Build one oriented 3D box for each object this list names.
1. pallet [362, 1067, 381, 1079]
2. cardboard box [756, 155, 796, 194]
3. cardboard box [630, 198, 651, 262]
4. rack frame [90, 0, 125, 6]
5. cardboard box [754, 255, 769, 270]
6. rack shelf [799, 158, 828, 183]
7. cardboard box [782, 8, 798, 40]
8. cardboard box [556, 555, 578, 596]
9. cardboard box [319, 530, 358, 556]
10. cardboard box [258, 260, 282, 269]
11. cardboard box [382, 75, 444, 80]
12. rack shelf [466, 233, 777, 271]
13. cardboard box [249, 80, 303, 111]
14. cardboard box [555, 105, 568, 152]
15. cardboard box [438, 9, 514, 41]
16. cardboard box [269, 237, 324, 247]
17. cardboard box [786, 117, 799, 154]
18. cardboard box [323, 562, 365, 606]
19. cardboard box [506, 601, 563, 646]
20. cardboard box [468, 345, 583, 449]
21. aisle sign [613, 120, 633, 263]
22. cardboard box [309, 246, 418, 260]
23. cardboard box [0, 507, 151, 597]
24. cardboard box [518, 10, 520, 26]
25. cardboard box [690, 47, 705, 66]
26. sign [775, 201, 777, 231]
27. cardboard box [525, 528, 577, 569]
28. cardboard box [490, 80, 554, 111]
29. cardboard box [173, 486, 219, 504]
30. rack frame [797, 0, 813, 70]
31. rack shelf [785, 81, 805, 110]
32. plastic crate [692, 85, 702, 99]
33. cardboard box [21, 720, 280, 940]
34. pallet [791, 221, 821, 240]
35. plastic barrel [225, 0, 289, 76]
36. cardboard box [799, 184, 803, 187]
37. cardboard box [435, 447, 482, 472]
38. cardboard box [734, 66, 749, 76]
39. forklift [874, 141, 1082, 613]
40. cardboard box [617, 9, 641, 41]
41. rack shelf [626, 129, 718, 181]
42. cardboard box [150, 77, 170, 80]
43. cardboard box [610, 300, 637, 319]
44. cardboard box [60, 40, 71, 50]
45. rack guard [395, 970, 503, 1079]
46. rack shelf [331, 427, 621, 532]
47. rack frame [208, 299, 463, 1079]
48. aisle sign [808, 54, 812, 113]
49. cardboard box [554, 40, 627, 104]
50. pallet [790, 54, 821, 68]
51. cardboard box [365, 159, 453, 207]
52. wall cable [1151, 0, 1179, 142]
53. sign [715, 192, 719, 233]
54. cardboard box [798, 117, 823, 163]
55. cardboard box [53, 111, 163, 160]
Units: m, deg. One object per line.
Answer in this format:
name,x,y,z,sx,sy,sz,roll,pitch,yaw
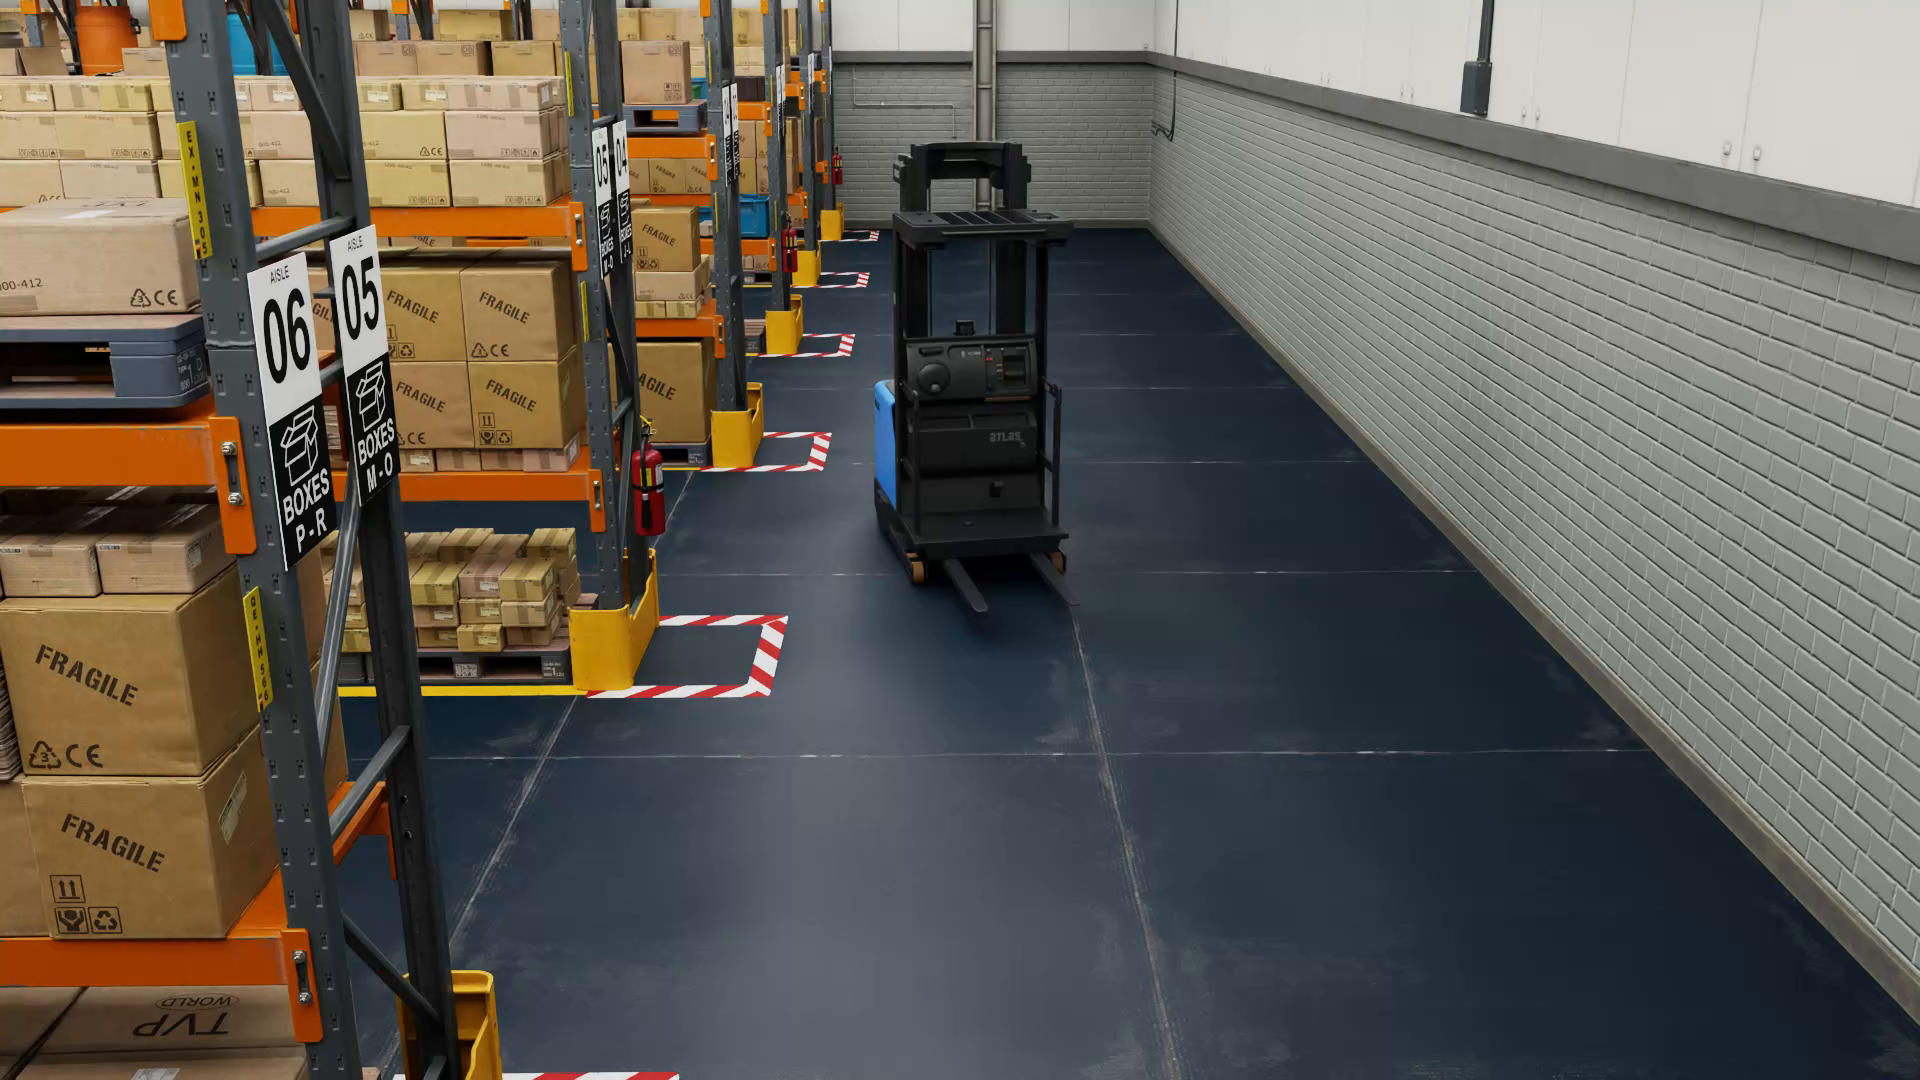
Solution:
pallet,-2.666,2.146,5.511,1.213,0.211,1.003,0,18,-1
cardboard box,-2.620,-5.224,23.758,0.500,0.500,0.500,0,18,1
cardboard box,-3.008,-2.741,14.712,0.500,0.500,0.500,-1,18,-2
rack frame,-14.257,-9.573,27.658,0.127,3.000,1.000,0,18,-1
cardboard box,-2.716,-4.203,24.111,0.500,0.500,0.500,0,18,-1
rack shelf,-4.258,-6.422,28.835,4.000,0.370,1.077,0,18,-1
cardboard box,-2.986,-8.649,27.855,0.500,0.500,0.500,0,18,-1
cardboard box,-2.574,0.219,10.446,0.250,0.149,0.380,0,18,1
cardboard box,-3.891,0.065,10.441,0.250,0.149,0.380,0,18,0
cardboard box,-4.055,-1.297,9.391,0.500,0.500,0.500,-1,18,-3
cardboard box,-3.145,-2.598,9.598,0.250,0.149,0.380,0,18,0
rack shelf,-4.102,-3.397,19.403,4.000,0.370,1.077,0,18,-1
cardboard box,-3.655,-2.418,9.037,0.250,0.149,0.380,0,18,0
cardboard box,-2.500,-2.393,9.612,0.500,0.250,0.500,0,18,0
cardboard box,-4.044,-4.310,13.919,0.500,0.250,0.500,-1,18,-3
cardboard box,-5.540,-2.568,14.174,0.500,0.500,0.500,0,18,-1
cardboard box,-2.624,-5.864,24.115,0.500,0.500,0.500,0,18,1
cardboard box,-3.609,0.257,9.840,0.250,0.149,0.380,0,18,1
cardboard box,-2.570,0.503,10.048,0.250,0.149,0.380,0,18,0
cardboard box,-2.492,-0.829,9.571,0.500,0.500,0.500,0,18,0
aisle sign,-1.978,-2.050,9.773,0.004,0.787,0.394,0,18,-1
cardboard box,-3.525,-1.465,9.916,0.500,0.500,0.500,-1,18,-2
cardboard box,-2.477,0.030,4.682,0.250,0.149,0.380,0,18,0
cardboard box,-7.692,-8.826,28.129,0.500,0.250,0.500,-1,18,-3
cardboard box,-3.686,-6.772,23.265,0.500,0.250,0.500,0,18,-1
sign,-2.077,-3.658,18.774,0.005,0.325,0.100,0,18,-1
cardboard box,-2.576,0.052,10.479,0.250,0.149,0.380,-1,18,-3
cardboard box,-2.374,-2.414,9.026,0.250,0.149,0.380,0,18,-1
cardboard box,-2.227,-0.125,5.163,0.250,0.149,0.380,0,18,0
rack frame,-2.176,-8.118,23.123,0.127,3.000,1.000,0,18,-1
rack shelf,-4.176,-6.338,23.661,4.000,0.370,1.077,0,18,-1
plastic crate,-3.084,-4.984,18.610,0.336,0.188,0.450,0,18,-1
cardboard box,-2.345,0.826,4.898,0.500,0.500,0.500,0,18,-1
pallet,-3.057,-5.419,29.095,1.213,0.211,1.003,0,18,-1
plastic barrel,-7.806,-5.541,18.493,0.708,0.901,0.600,0,18,-1
cardboard box,-2.835,-6.121,29.060,0.250,0.149,0.380,0,18,0
cardboard box,-2.868,-0.518,9.662,0.250,0.149,0.380,0,18,-1
cardboard box,-3.186,-6.536,23.348,0.500,0.250,0.500,0,18,-1
forklift,0.130,-1.208,11.514,1.130,2.935,3.031,-4,18,-11
cardboard box,-4.688,-7.172,23.282,0.500,0.500,0.700,0,18,-1
rack shelf,-4.024,-3.312,14.229,4.000,0.370,1.077,0,18,-1
cardboard box,-4.445,-2.585,9.560,0.250,0.149,0.380,0,18,-1
cardboard box,-2.887,-2.011,14.318,0.250,0.149,0.380,0,18,-1
cardboard box,-14.760,-8.124,27.855,0.500,0.500,0.500,0,18,1
rack guard,-1.843,1.981,5.554,0.348,0.500,1.175,0,18,-1
rack shelf,-4.046,-0.368,9.963,4.000,0.370,1.077,0,18,-1
rack frame,-1.867,0.791,5.172,0.127,3.000,1.000,0,18,-1
aisle sign,-2.103,-6.406,23.351,0.004,0.787,0.394,0,18,-1
cardboard box,-3.107,-3.975,14.102,0.500,0.500,0.700,-1,18,-3
pallet,-3.000,-8.154,28.289,1.213,0.211,1.003,0,18,-1
cardboard box,-3.007,-1.990,9.175,0.500,0.250,0.500,0,18,-1
wall cable,3.402,-8.071,28.058,0.112,2.526,3.097,0,18,-1
sign,-2.029,-2.734,13.877,0.005,0.325,0.100,0,18,-1
cardboard box,-2.768,-6.912,28.692,0.700,0.700,0.980,1,18,2
cardboard box,-4.560,-2.224,9.088,0.500,0.250,0.500,0,18,0
